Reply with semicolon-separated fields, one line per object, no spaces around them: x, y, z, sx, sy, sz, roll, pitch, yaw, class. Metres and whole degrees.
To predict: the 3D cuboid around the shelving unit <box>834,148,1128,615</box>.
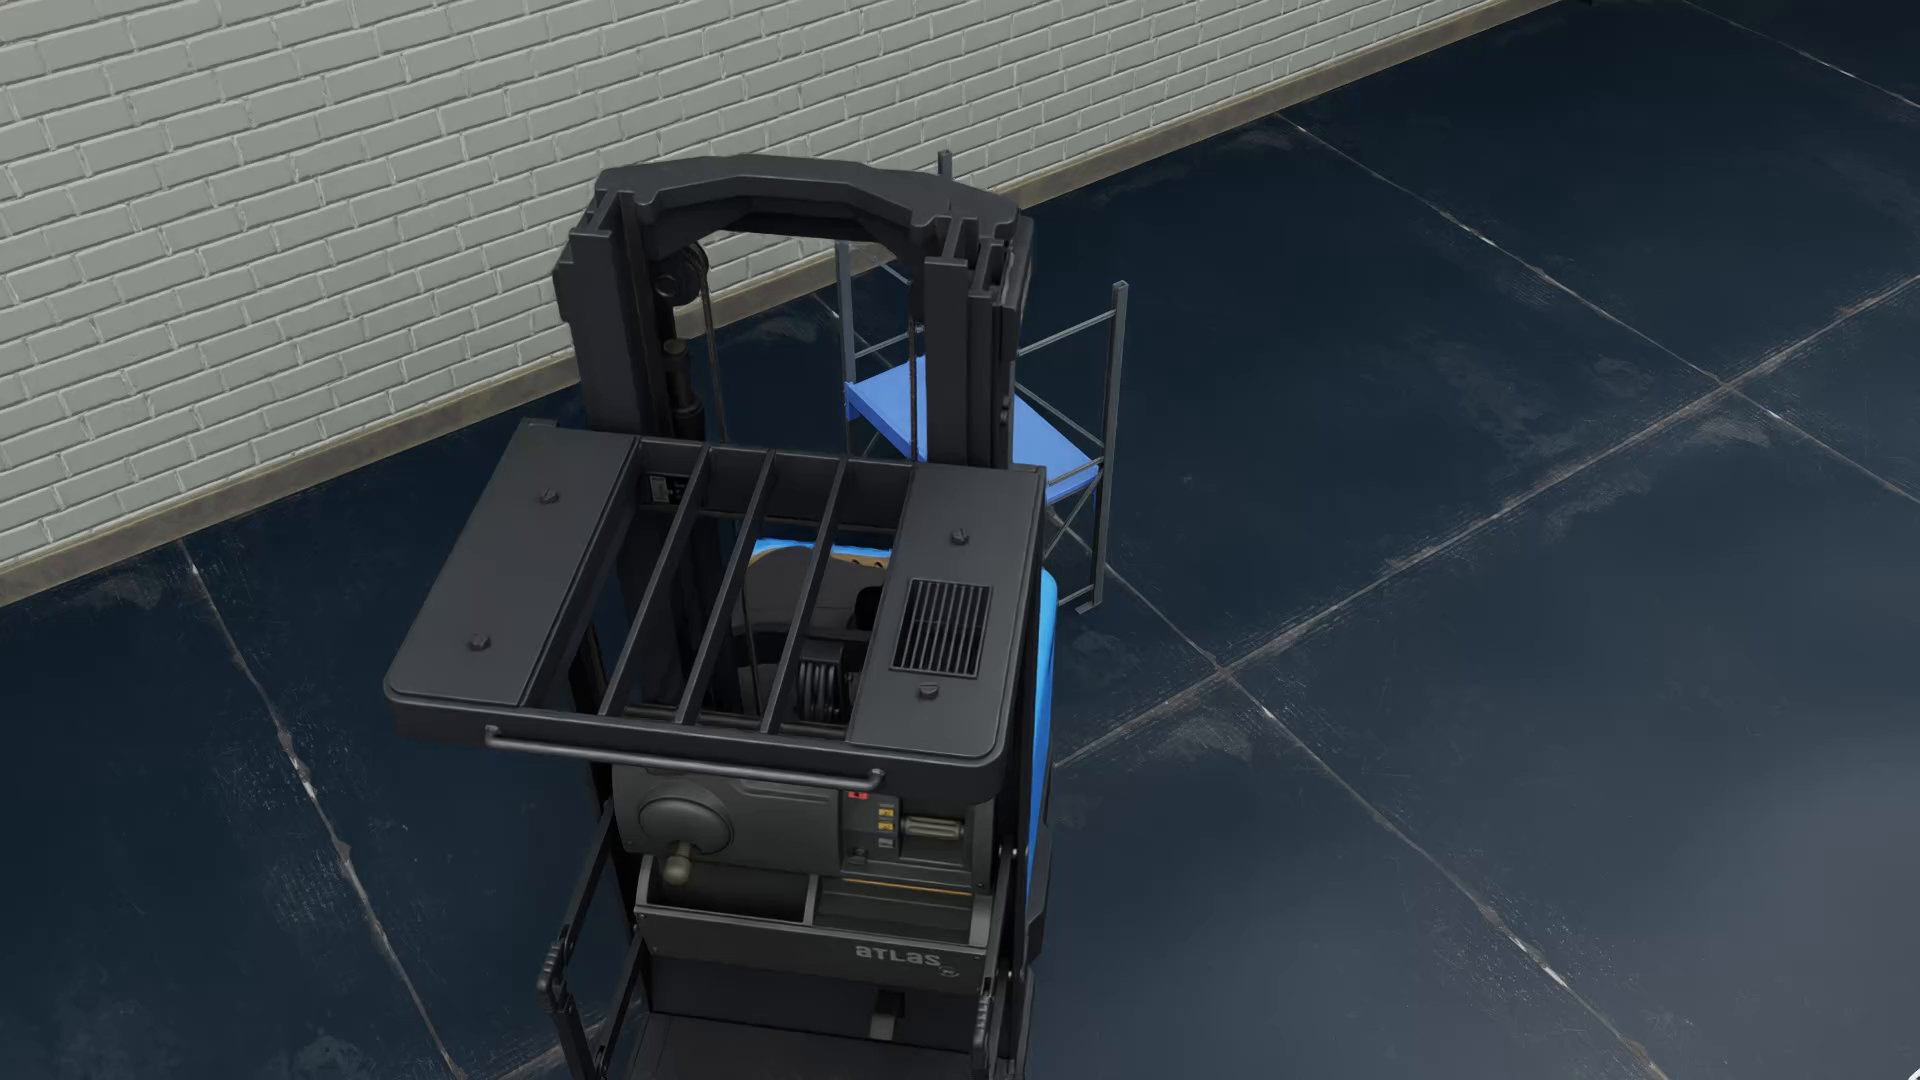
0.049;-0.494;6.182;0.538;1.500;1.048;-26;49;-24;shelving unit

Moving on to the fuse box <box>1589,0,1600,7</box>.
3.920;-3.893;9.589;0.539;1.711;0.414;-26;49;-24;fuse box

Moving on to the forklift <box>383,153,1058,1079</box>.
-0.406;0.752;3.840;1.130;2.935;3.031;6;44;6;forklift

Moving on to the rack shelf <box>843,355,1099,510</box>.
0.049;-0.364;6.306;0.538;0.185;1.000;-26;49;-24;rack shelf

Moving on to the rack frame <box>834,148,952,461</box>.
-0.242;-0.782;6.483;0.500;1.500;0.032;-26;49;-24;rack frame

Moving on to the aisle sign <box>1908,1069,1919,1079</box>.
1.068;0.722;1.939;0.394;0.787;0.004;-26;49;-24;aisle sign

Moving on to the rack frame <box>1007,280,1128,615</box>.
0.340;-0.206;5.880;0.500;1.500;0.032;-26;49;-24;rack frame
